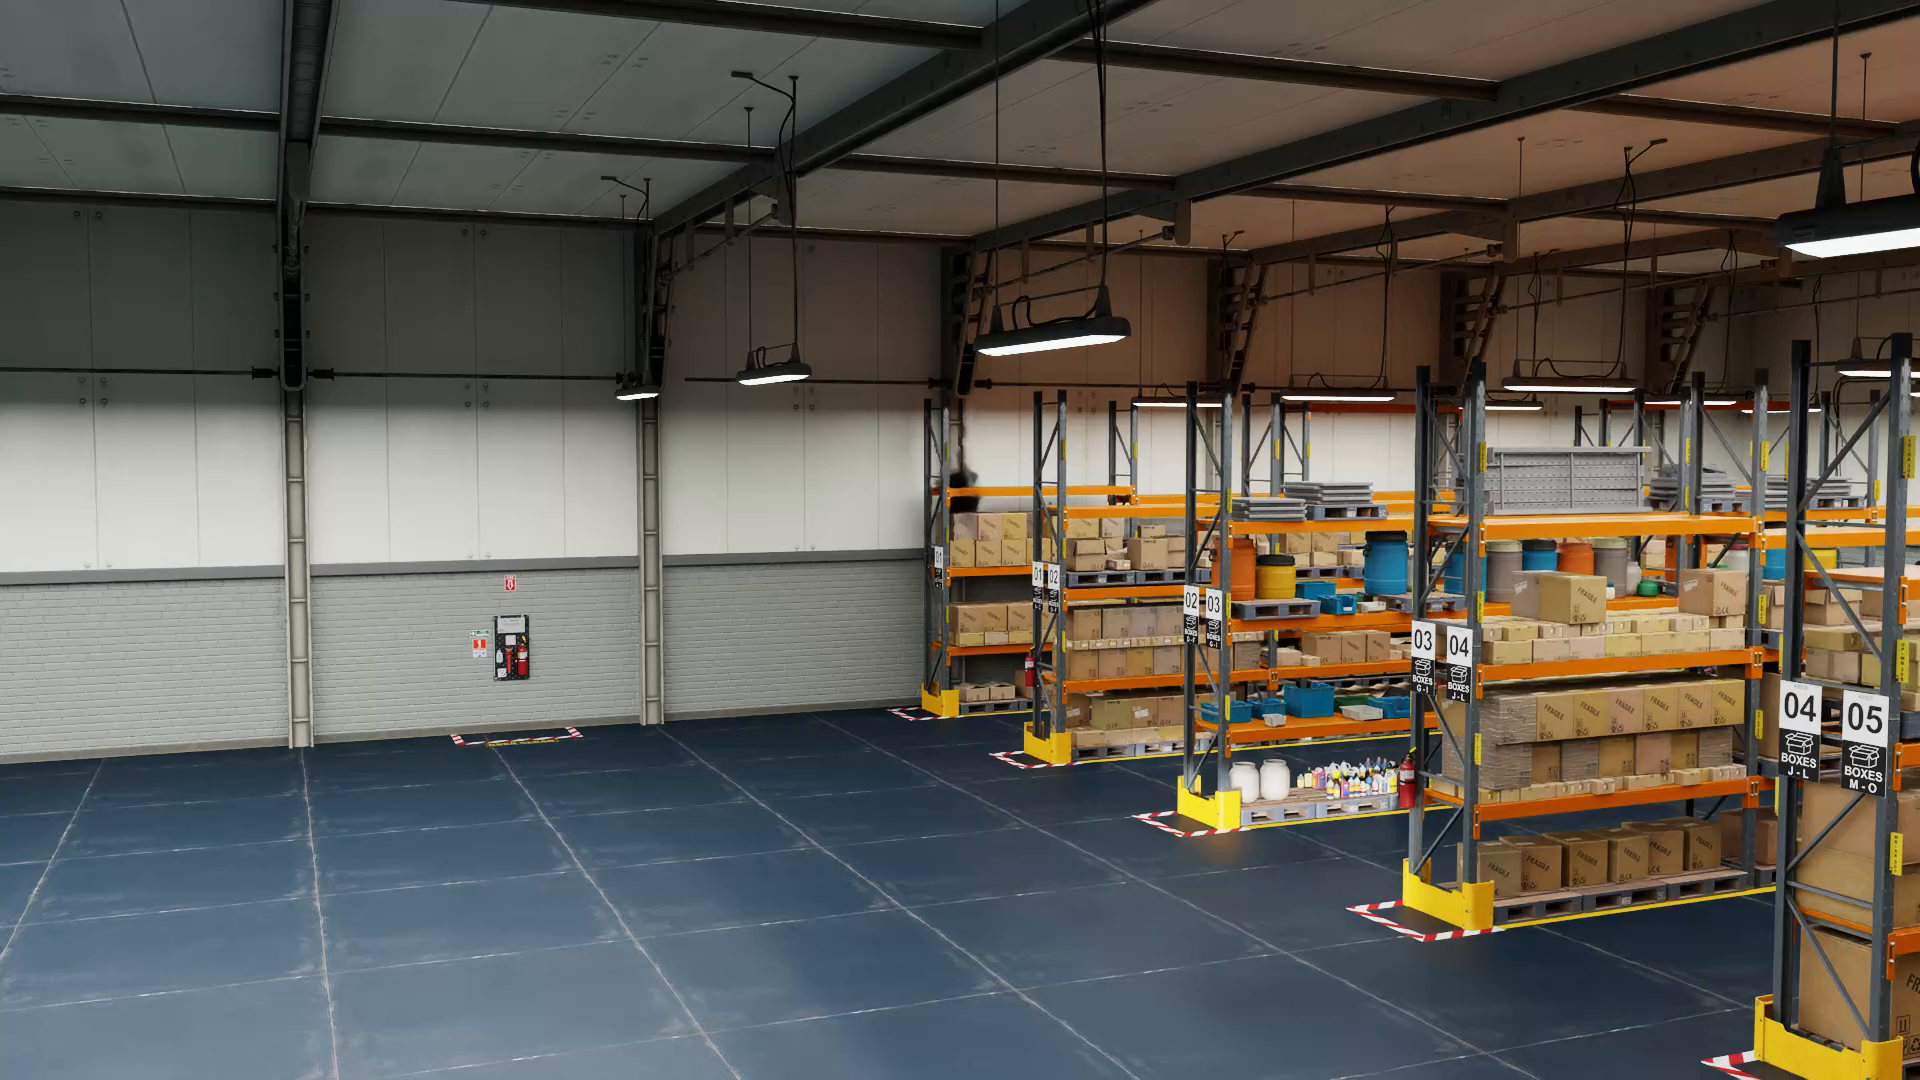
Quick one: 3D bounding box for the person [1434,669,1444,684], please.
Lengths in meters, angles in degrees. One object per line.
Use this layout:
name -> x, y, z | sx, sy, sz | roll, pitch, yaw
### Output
person -> 9.253, 2.366, 32.542 | 1.028, 1.776, 0.729 | -1, 4, -19
